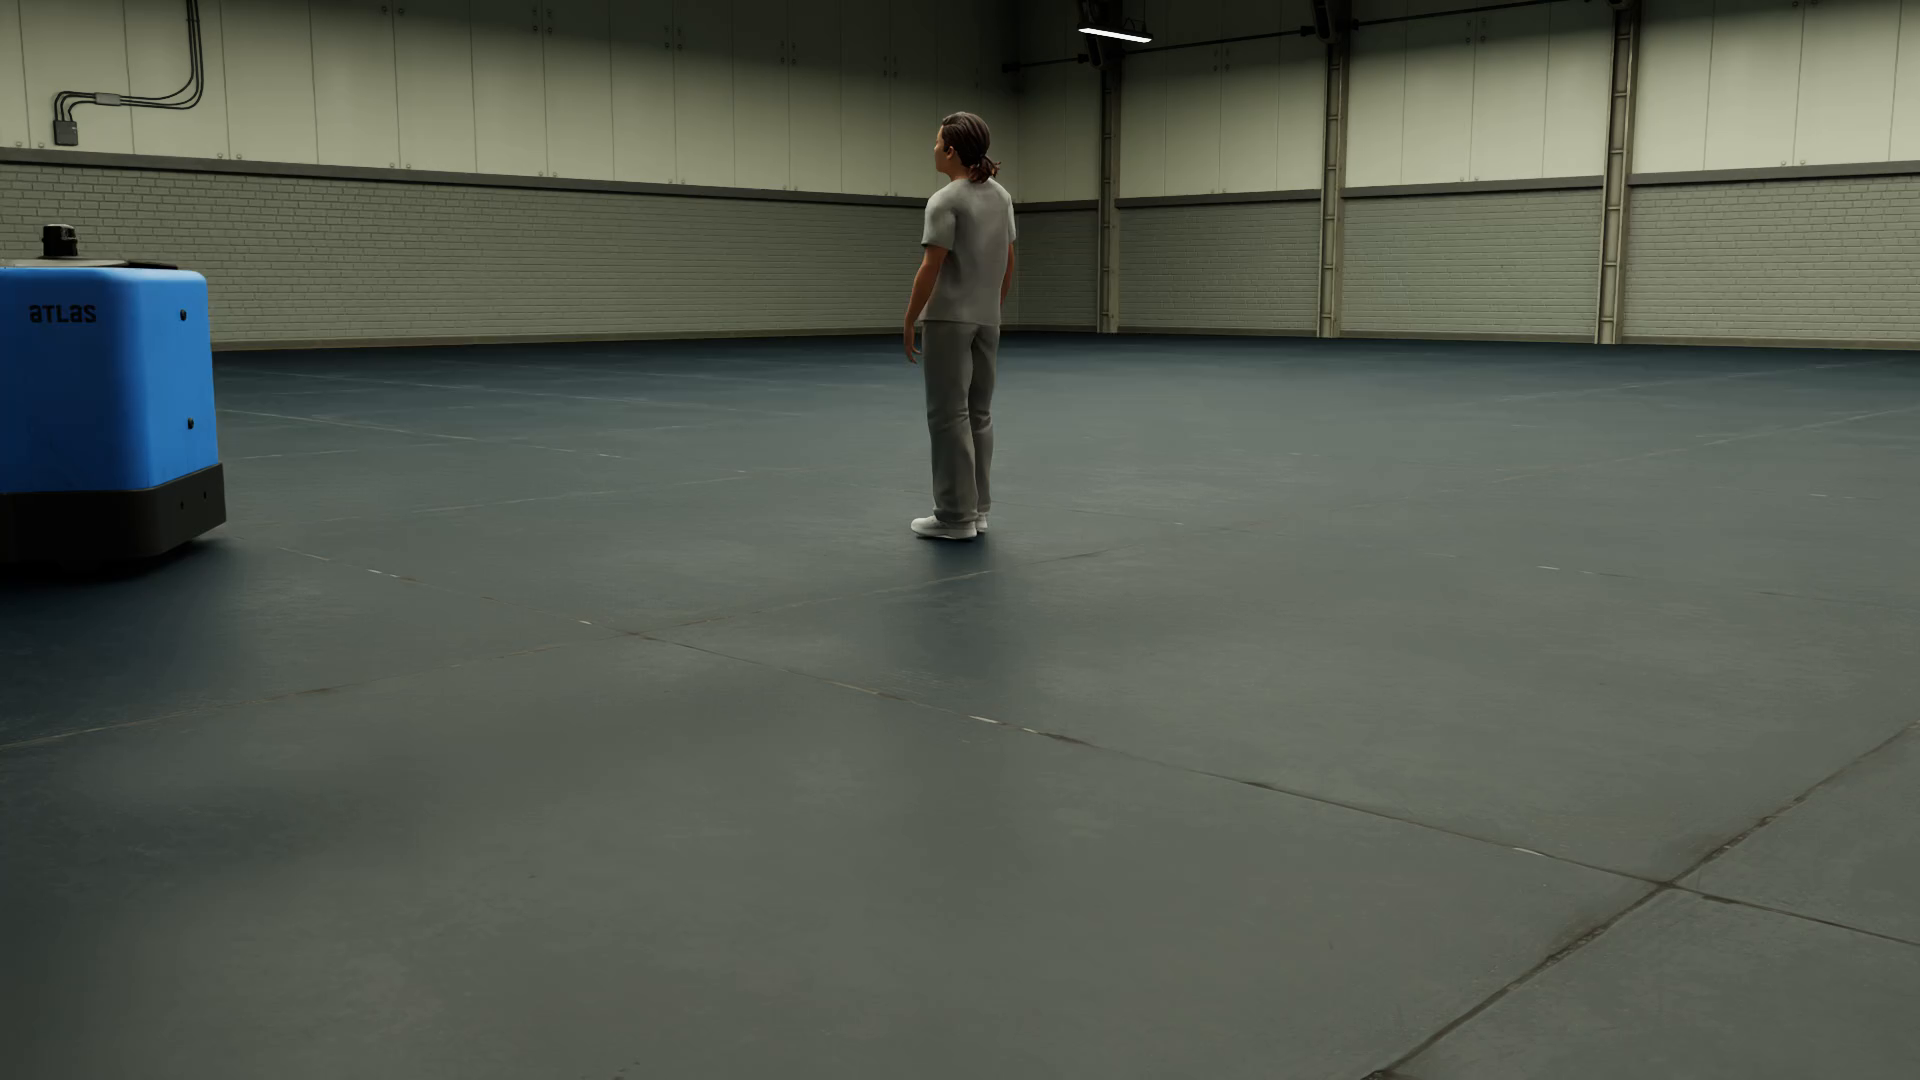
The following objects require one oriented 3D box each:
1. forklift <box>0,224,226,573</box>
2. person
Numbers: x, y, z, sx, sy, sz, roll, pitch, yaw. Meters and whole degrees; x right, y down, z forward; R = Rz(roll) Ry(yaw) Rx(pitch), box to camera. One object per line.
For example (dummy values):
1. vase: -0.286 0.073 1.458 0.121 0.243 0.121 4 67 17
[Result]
1. forklift: -4.393 -1.352 5.855 3.031 2.935 1.130 -1 9 -9
2. person: -0.044 -0.845 6.652 0.548 1.673 0.549 8 12 43
